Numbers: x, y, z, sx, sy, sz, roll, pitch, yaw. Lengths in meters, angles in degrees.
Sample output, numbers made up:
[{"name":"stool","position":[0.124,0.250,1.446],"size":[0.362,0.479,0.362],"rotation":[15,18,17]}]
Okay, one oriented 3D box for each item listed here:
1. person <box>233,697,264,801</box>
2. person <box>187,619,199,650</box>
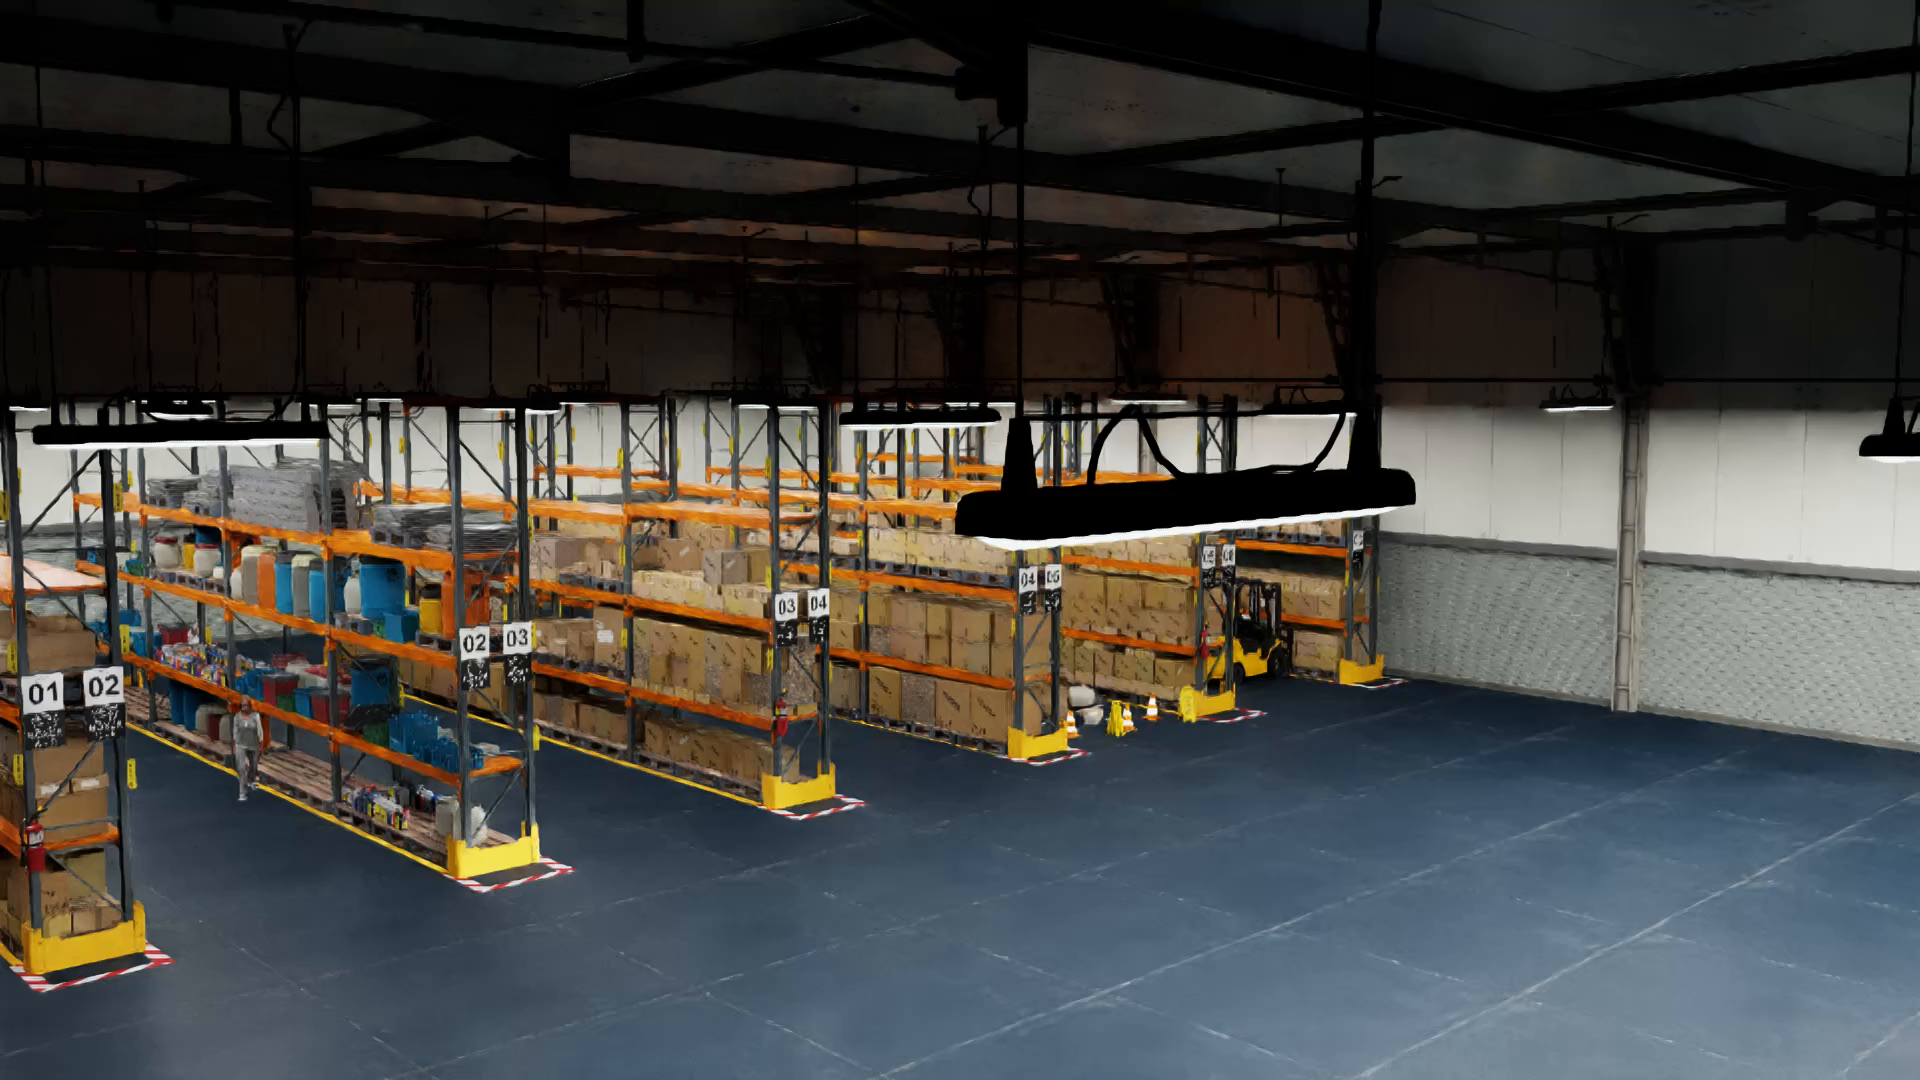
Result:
[{"name":"person","position":[-10.780,3.116,25.191],"size":[0.440,1.542,0.848],"rotation":[-3,6,-26]},{"name":"person","position":[-15.028,2.355,32.622],"size":[0.995,1.621,0.483],"rotation":[4,7,38]}]
